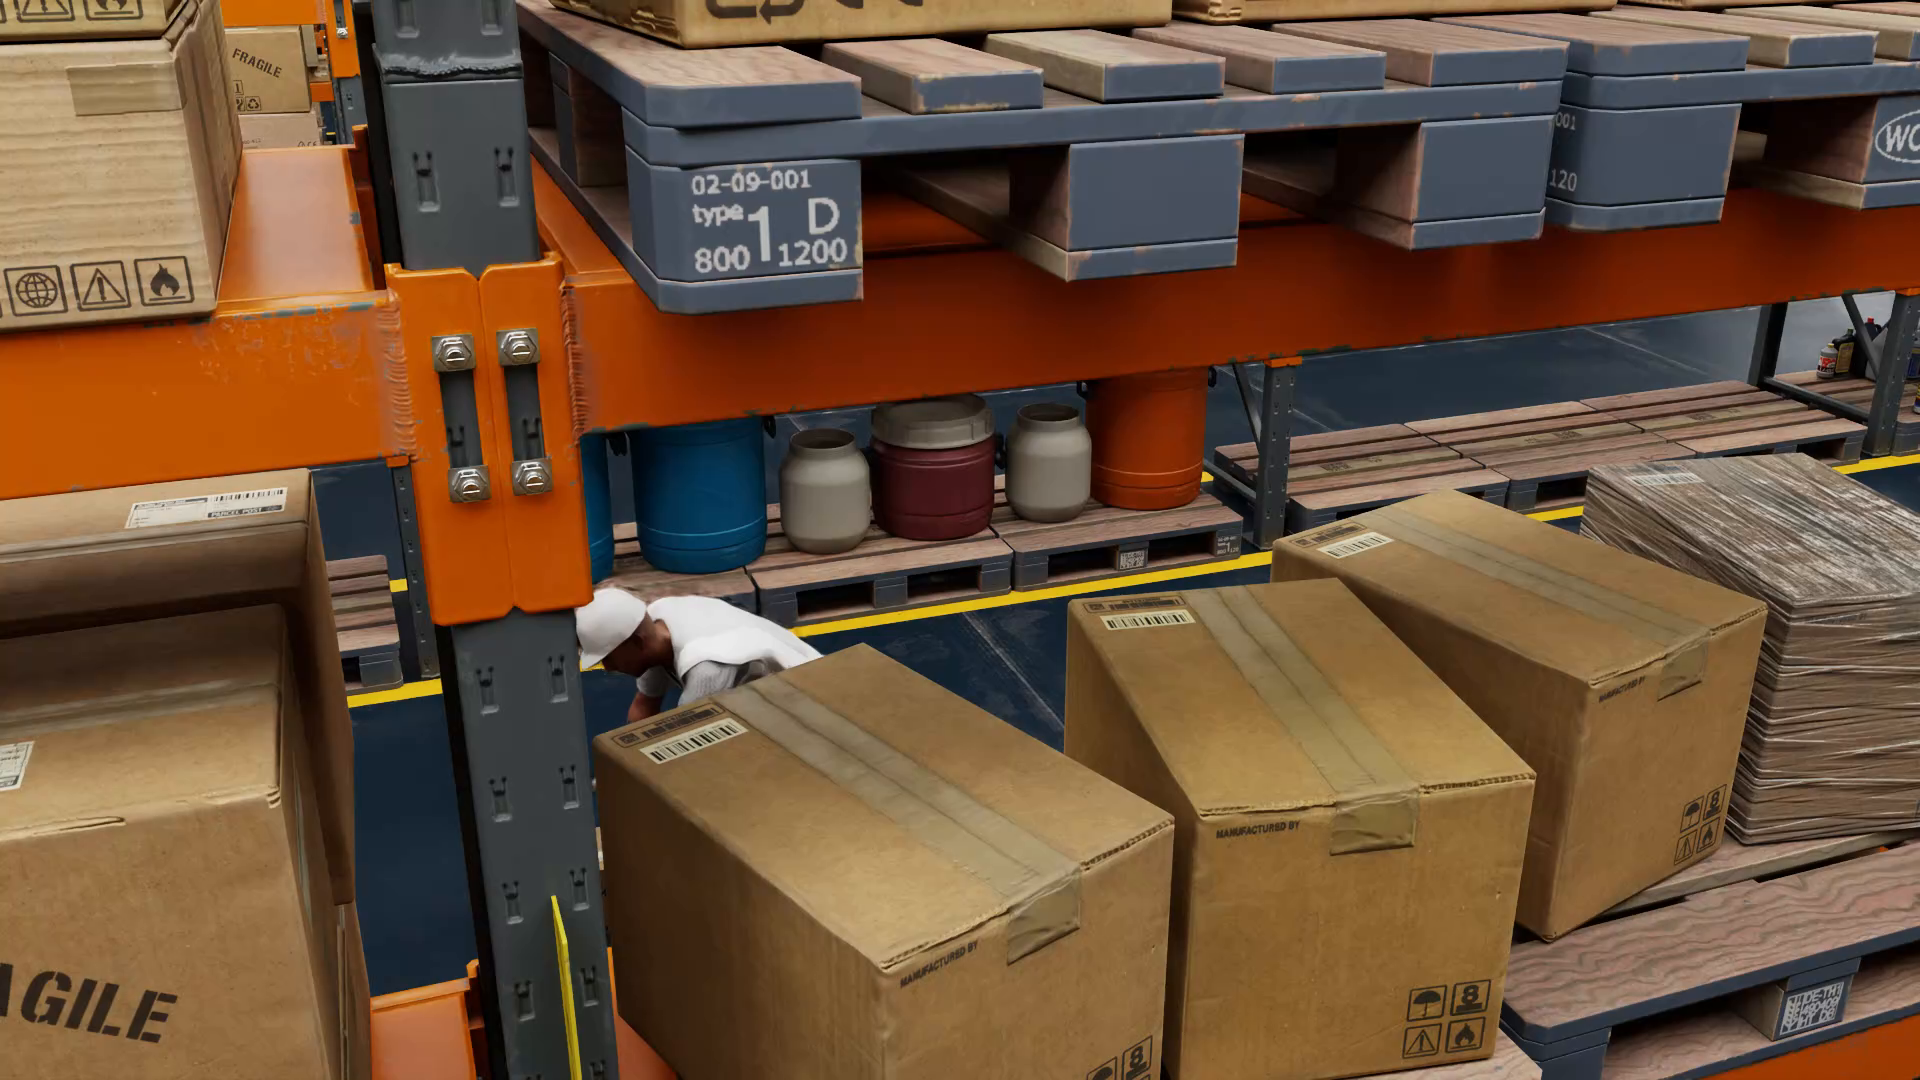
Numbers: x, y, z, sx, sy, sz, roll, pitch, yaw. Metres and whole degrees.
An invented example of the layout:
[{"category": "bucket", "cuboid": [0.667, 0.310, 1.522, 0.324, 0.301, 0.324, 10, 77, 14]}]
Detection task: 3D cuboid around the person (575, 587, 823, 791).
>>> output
[{"category": "person", "cuboid": [-0.754, 0.645, 5.308, 0.859, 1.168, 0.596, -8, 24, -19]}]
